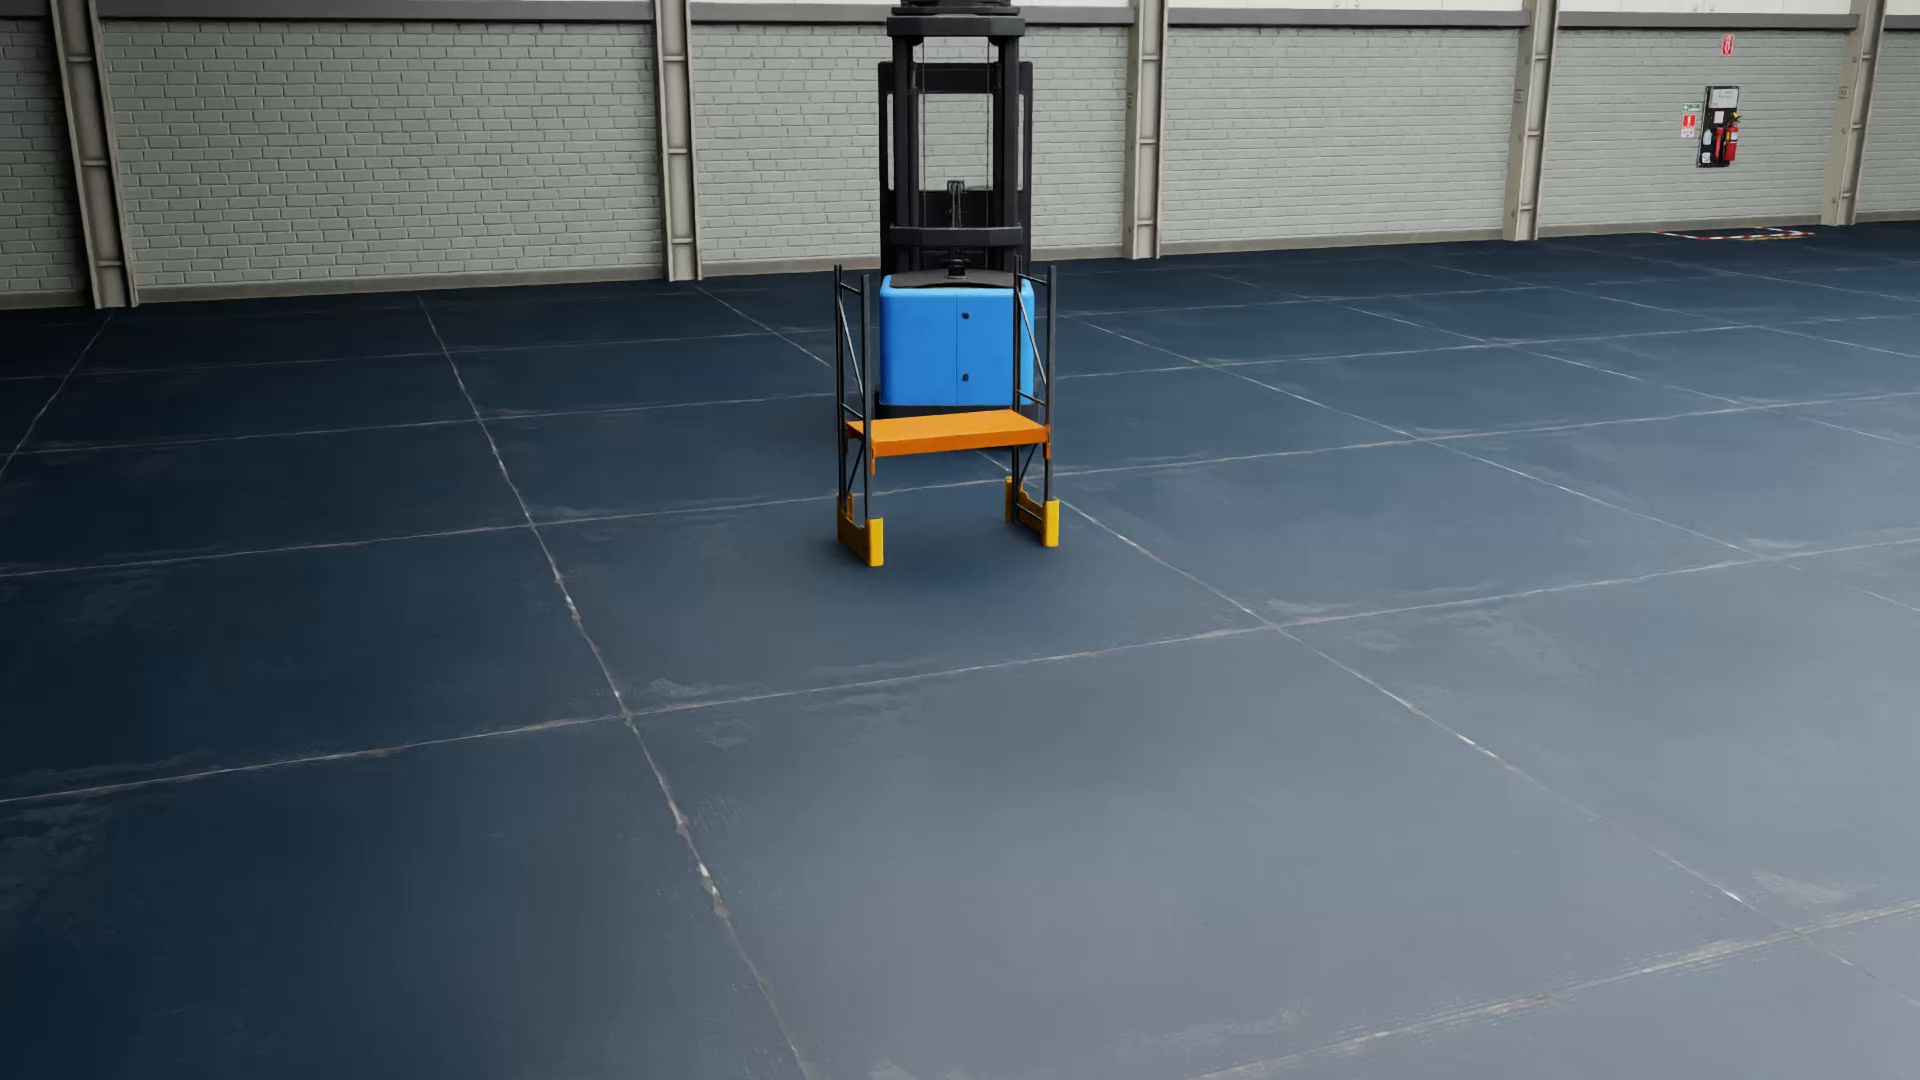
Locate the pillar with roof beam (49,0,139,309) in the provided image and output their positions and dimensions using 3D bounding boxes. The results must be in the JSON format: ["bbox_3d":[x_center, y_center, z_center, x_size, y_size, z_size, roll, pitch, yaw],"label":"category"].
[{"bbox_3d":[-7.316,-5.645,12.349,0.400,9.000,9.100,-6,17,-20],"label":"pillar with roof beam"}]

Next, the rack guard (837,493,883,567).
[{"bbox_3d":[-0.536,-0.062,8.866,0.087,0.250,0.587,-6,17,-20],"label":"rack guard"}]

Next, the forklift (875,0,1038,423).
[{"bbox_3d":[-0.034,-2.429,12.169,1.130,2.935,3.031,0,16,-1],"label":"forklift"}]

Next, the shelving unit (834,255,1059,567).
[{"bbox_3d":[-0.071,-0.712,8.861,1.083,1.500,0.587,-6,17,-20],"label":"shelving unit"}]

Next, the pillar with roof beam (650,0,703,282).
[{"bbox_3d":[-1.713,-6.250,14.409,0.400,9.000,9.100,-6,17,-20],"label":"pillar with roof beam"}]

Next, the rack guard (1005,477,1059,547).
[{"bbox_3d":[0.394,-0.162,9.208,0.087,0.250,0.587,-6,17,-20],"label":"rack guard"}]

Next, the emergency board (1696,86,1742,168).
[{"bbox_3d":[11.233,-6.080,24.477,0.643,1.169,0.194,-6,17,-20],"label":"emergency board"}]

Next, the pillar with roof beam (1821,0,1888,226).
[{"bbox_3d":[15.095,-8.064,20.589,0.400,9.000,9.100,-6,17,-20],"label":"pillar with roof beam"}]

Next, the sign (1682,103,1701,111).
[{"bbox_3d":[10.687,-6.320,24.294,0.331,0.109,0.001,-6,17,-20],"label":"sign"}]

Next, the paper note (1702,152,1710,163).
[{"bbox_3d":[11.043,-5.657,24.603,0.142,0.148,0.016,-6,17,-20],"label":"paper note"}]

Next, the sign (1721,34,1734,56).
[{"bbox_3d":[11.190,-7.217,24.237,0.199,0.298,0.001,-6,17,-20],"label":"sign"}]

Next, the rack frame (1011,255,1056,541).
[{"bbox_3d":[0.395,-0.762,9.032,0.032,1.500,0.500,-6,17,-20],"label":"rack frame"}]

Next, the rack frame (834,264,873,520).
[{"bbox_3d":[-0.554,-0.660,8.683,0.032,1.500,0.500,-6,17,-20],"label":"rack frame"}]

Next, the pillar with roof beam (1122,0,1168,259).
[{"bbox_3d":[3.889,-6.855,16.469,0.400,9.000,9.100,-6,17,-20],"label":"pillar with roof beam"}]

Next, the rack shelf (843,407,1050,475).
[{"bbox_3d":[-0.080,-0.538,8.908,1.000,0.185,0.538,-6,17,-20],"label":"rack shelf"}]

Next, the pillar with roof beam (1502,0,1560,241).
[{"bbox_3d":[9.492,-7.460,18.529,0.400,9.000,9.100,-6,17,-20],"label":"pillar with roof beam"}]

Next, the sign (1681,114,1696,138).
[{"bbox_3d":[10.680,-6.068,24.375,0.234,0.329,0.001,-6,17,-20],"label":"sign"}]
